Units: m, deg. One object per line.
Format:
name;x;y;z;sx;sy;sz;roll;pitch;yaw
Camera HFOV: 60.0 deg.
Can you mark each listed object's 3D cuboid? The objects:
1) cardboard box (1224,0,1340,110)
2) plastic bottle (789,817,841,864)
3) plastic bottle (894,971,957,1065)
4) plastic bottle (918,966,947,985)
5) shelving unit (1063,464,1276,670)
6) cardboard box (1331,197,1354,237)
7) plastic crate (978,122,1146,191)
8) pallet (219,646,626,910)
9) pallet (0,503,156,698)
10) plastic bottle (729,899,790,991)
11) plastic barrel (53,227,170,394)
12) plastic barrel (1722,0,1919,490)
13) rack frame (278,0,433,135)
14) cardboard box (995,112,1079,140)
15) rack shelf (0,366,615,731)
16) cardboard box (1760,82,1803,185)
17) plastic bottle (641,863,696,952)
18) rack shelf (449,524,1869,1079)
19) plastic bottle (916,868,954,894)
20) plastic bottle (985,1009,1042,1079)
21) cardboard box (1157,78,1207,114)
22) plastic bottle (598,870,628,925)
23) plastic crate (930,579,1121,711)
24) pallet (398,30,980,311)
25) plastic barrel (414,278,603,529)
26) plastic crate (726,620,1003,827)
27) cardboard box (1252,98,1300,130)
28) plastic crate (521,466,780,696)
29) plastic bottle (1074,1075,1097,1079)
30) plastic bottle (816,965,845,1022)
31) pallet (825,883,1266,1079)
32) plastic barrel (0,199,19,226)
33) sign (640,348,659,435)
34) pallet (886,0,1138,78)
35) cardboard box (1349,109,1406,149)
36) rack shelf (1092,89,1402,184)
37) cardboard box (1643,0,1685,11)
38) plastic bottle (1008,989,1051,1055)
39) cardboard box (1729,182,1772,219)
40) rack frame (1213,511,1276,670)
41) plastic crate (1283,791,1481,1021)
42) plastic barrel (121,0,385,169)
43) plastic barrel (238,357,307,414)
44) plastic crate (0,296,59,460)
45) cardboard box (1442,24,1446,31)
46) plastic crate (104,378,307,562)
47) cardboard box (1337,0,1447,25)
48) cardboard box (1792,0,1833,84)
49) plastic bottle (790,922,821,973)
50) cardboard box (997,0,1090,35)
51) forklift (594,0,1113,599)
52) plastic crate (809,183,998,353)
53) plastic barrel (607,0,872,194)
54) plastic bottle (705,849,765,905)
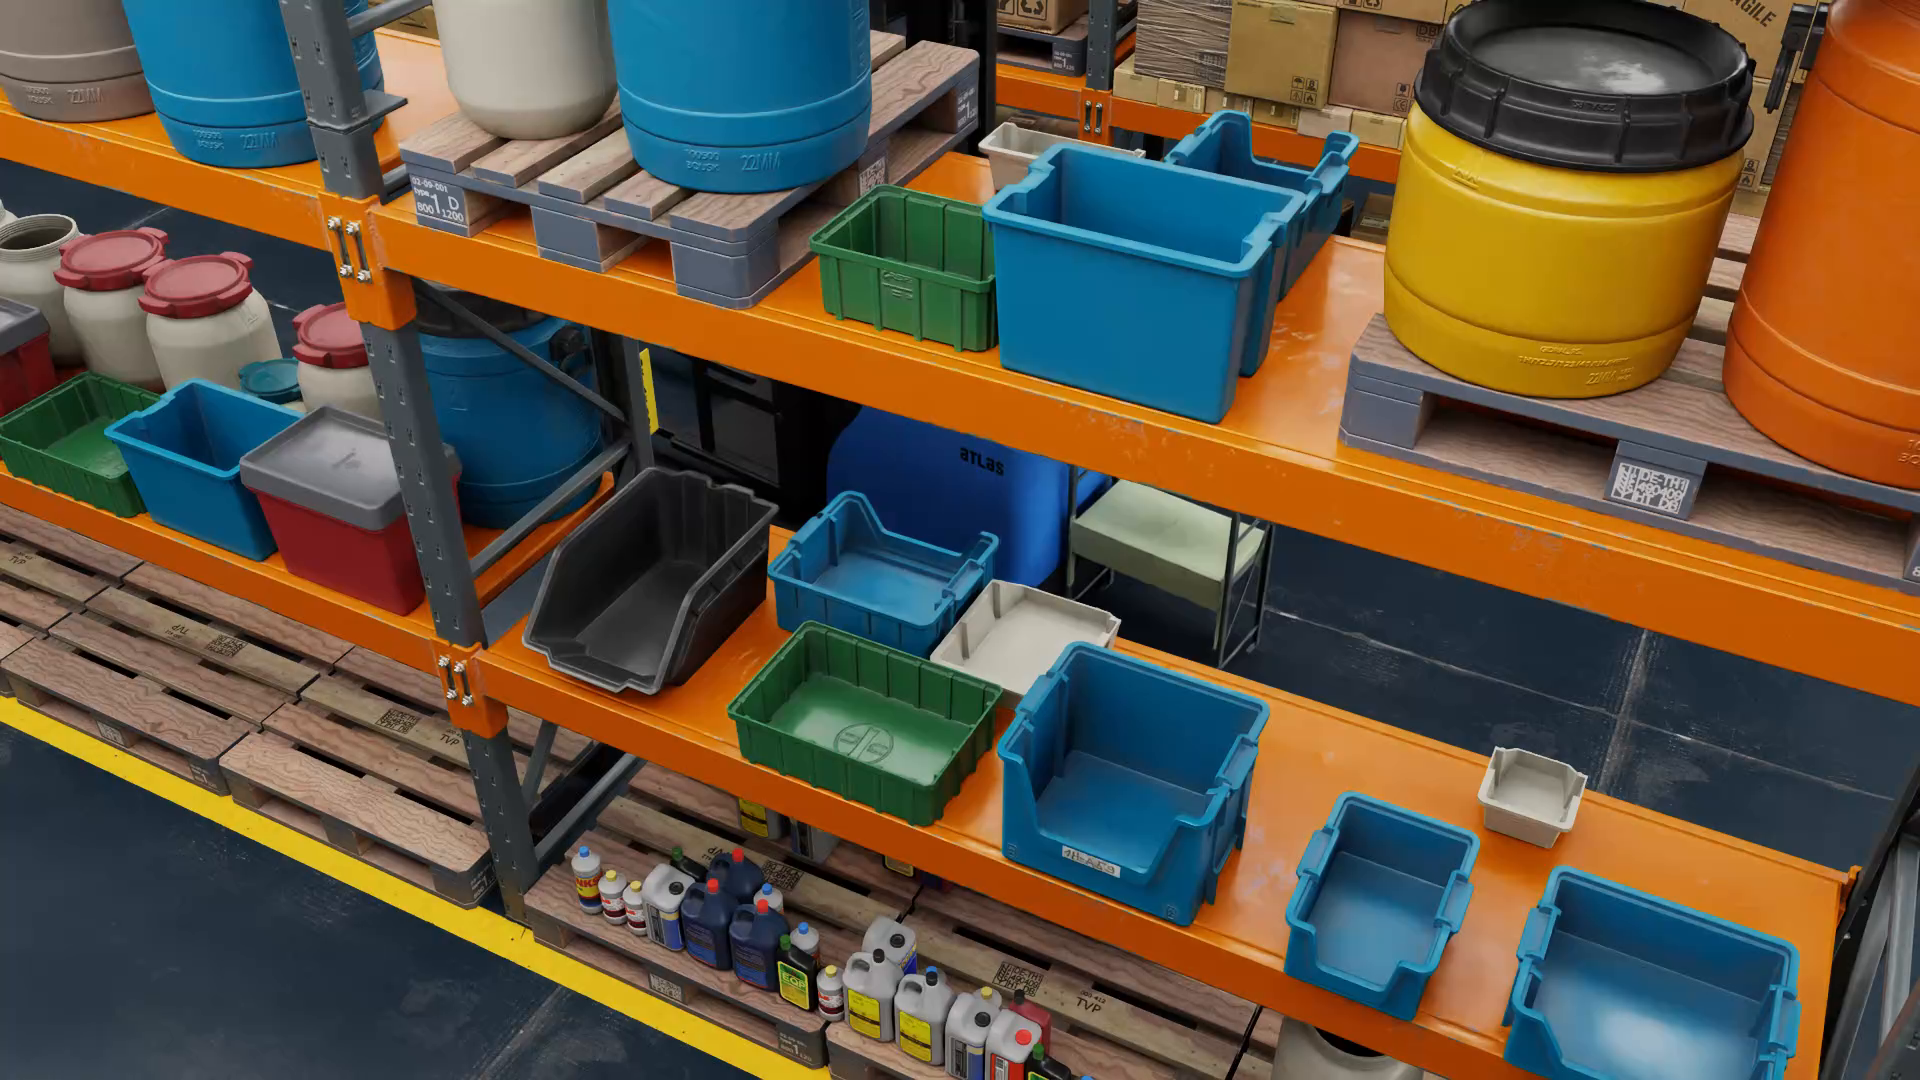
cardboard box;1.734;-2.592;8.355;0.500;0.500;0.875;17;41;21
plastic bottle;-0.514;0.983;5.863;0.135;0.276;0.152;17;41;21
plastic bottle;-0.106;1.458;5.175;0.185;0.351;0.144;19;41;23
plastic bottle;-0.090;1.441;5.321;0.097;0.201;0.097;0;37;0
shelving unit;0.866;-0.186;6.755;0.755;1.500;0.431;23;43;27
cardboard box;1.784;-1.634;9.142;0.500;0.500;0.500;-30;47;-34
plastic crate;0.269;-0.952;4.260;0.396;0.136;0.243;17;41;21
pallet;-2.058;0.822;6.492;1.213;0.211;1.003;17;41;21
pallet;-4.224;0.144;7.386;1.213;0.211;1.003;17;41;21
plastic bottle;-0.649;1.289;5.399;0.185;0.351;0.144;16;40;20
plastic barrel;-3.127;-0.853;6.281;0.433;0.535;0.433;0;37;0
plastic barrel;1.719;-0.579;2.848;0.708;0.830;0.600;17;41;21
rack frame;-1.343;-2.481;3.575;0.127;3.000;1.000;17;41;21
cardboard box;0.400;-2.112;9.755;0.500;0.500;0.700;14;39;18
rack shelf;-3.119;-0.361;6.339;4.000;0.370;1.077;17;41;21
cardboard box;4.011;-1.964;7.528;0.500;0.500;0.875;17;41;21
plastic bottle;-0.962;1.218;5.554;0.135;0.276;0.152;19;41;23
rack shelf;0.433;0.752;4.874;4.000;0.370;1.077;17;41;21
plastic bottle;-0.087;1.088;5.719;0.133;0.283;0.061;17;41;21
plastic bottle;0.166;1.571;5.089;0.135;0.276;0.152;18;41;22
cardboard box;1.204;-2.352;8.576;0.250;0.149;0.380;17;41;21
plastic bottle;-1.171;1.200;5.638;0.097;0.201;0.097;0;37;0
plastic crate;0.216;0.329;5.053;0.437;0.136;0.530;17;41;21
pallet;-0.657;-1.062;4.344;1.003;0.211;1.213;17;41;21
plastic barrel;-1.546;-0.561;5.593;0.708;0.901;0.600;17;41;21
plastic crate;-0.267;0.522;4.756;0.662;0.188;0.450;17;41;21
cardboard box;1.665;-2.233;8.419;0.250;0.149;0.380;17;41;21
plastic crate;-0.936;0.147;5.126;0.504;0.338;0.767;17;41;21
plastic bottle;0.377;1.685;5.000;0.097;0.201;0.097;0;37;0
plastic bottle;-0.408;1.439;5.324;0.097;0.201;0.097;0;37;0
pallet;0.322;1.567;5.511;1.213;0.211;1.003;17;41;21
plastic barrel;-3.883;-1.076;6.595;0.421;0.512;0.421;0;37;0
sign;-1.080;-0.494;5.690;0.005;0.325;0.100;17;41;21
pallet;0.323;-2.964;9.333;1.213;0.211;1.003;17;41;21
cardboard box;2.109;-2.095;8.236;0.250;0.149;0.380;17;41;21
rack shelf;2.711;-1.908;8.377;4.000;0.370;1.077;17;41;21
cardboard box;2.996;-2.491;7.395;0.500;0.500;0.500;17;41;21
plastic bottle;0.214;1.510;5.162;0.133;0.283;0.061;17;41;21
cardboard box;3.672;-1.618;7.609;0.250;0.149;0.380;17;41;21
rack frame;1.165;-0.058;6.586;0.023;1.500;0.400;23;43;27
plastic crate;1.053;0.918;4.182;0.408;0.251;0.499;17;41;21
plastic barrel;-1.894;-1.510;4.363;0.708;0.901;0.600;17;41;21
plastic barrel;-2.447;-0.486;6.024;0.301;0.262;0.301;0;37;0
plastic crate;-3.600;-0.615;6.027;0.583;0.464;0.402;17;41;21
cardboard box;2.649;-2.346;8.031;0.500;0.500;0.875;17;41;21
plastic crate;-2.465;-0.224;5.578;0.575;0.384;0.392;17;41;21
cardboard box;2.106;-2.768;7.759;0.500;0.500;0.500;17;41;21
cardboard box;3.885;-2.215;7.031;0.500;0.500;0.500;17;41;21
plastic bottle;-0.501;1.341;5.395;0.097;0.271;0.097;0;37;0
cardboard box;0.294;-3.453;8.974;1.000;1.000;1.000;18;41;22
forklift;-0.662;-1.452;7.238;3.031;2.935;1.130;23;43;27
plastic crate;-0.067;-0.617;3.776;0.450;0.188;0.336;17;41;21
plastic barrel;-0.508;-1.319;3.763;0.708;0.901;0.600;17;41;21
plastic bottle;-0.750;1.159;5.570;0.185;0.351;0.144;17;41;21
